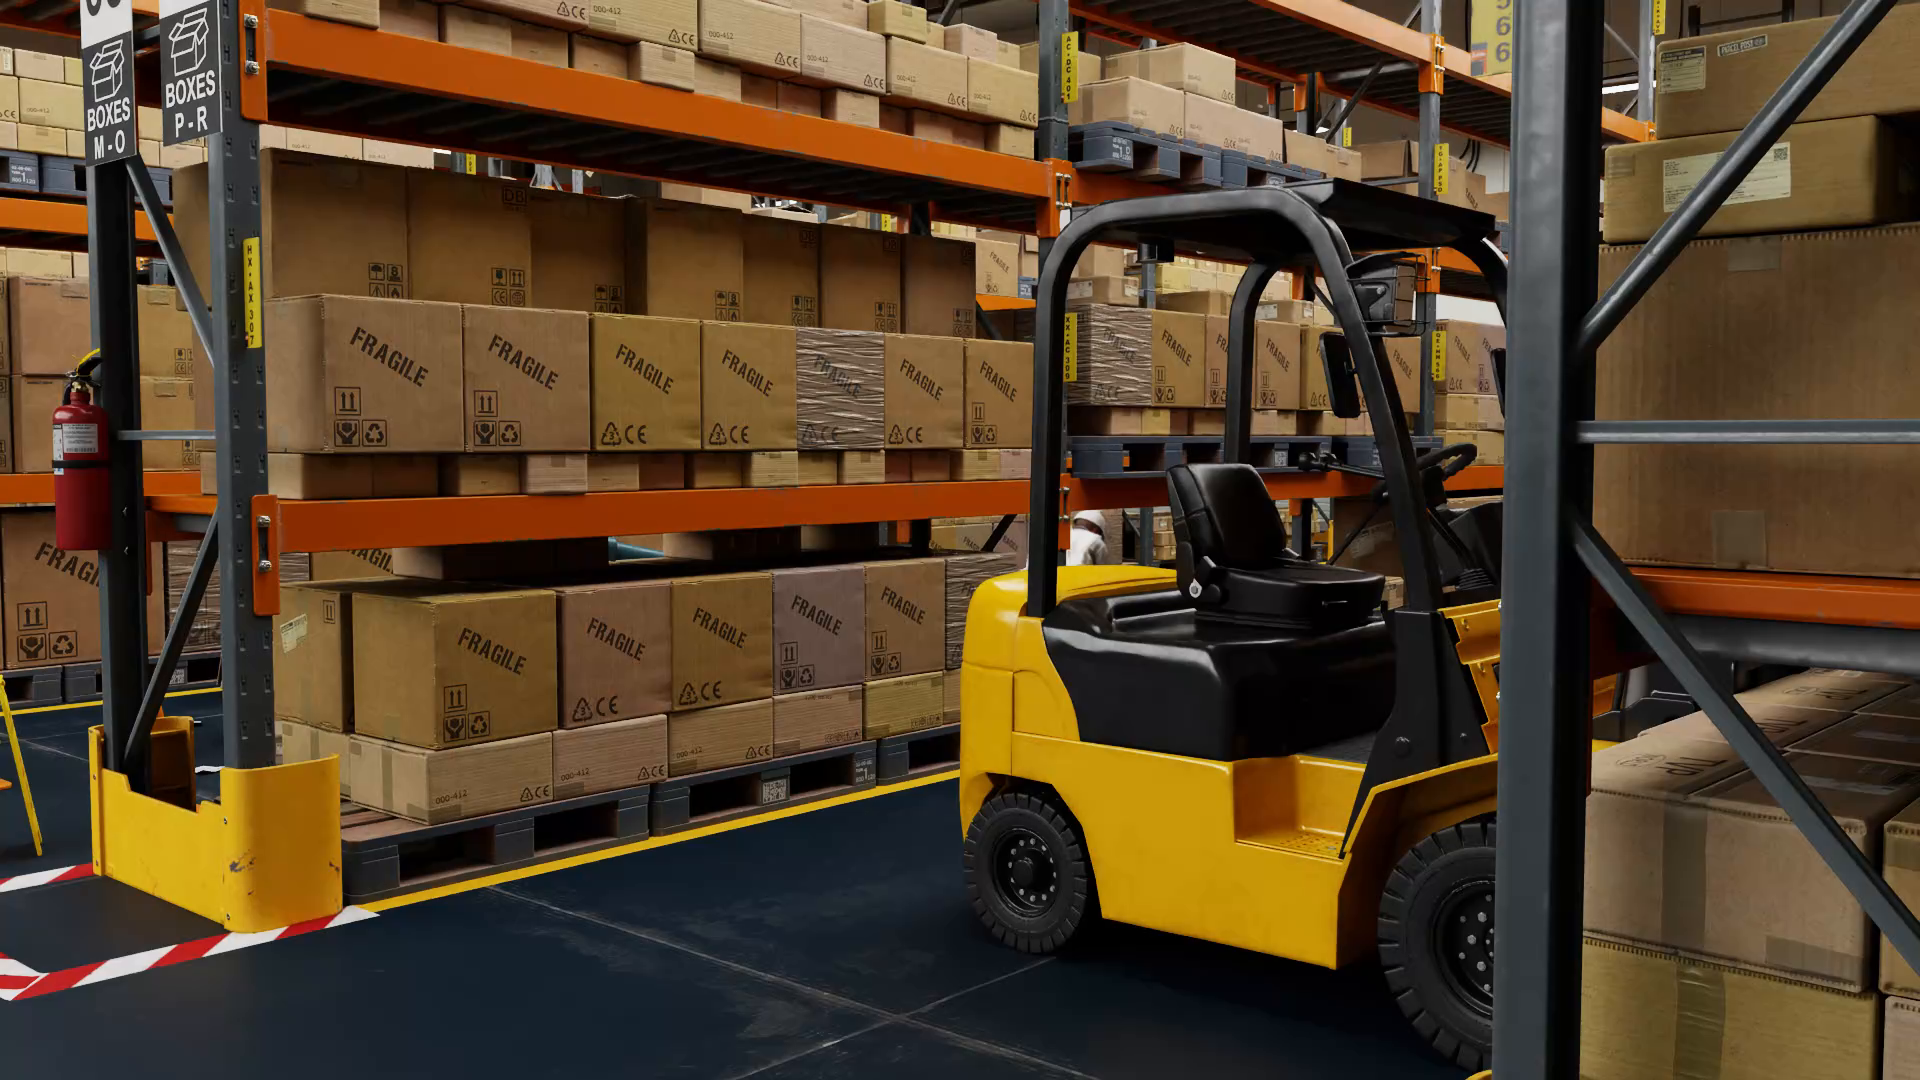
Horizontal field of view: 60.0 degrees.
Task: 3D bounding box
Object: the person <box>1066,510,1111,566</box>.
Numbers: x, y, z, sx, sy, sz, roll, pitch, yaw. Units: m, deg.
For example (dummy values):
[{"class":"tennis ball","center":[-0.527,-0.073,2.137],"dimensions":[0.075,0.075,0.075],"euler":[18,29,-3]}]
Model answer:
[{"class":"person","center":[0.784,0.294,11.570],"dimensions":[0.526,1.010,0.873],"euler":[3,5,40]}]
